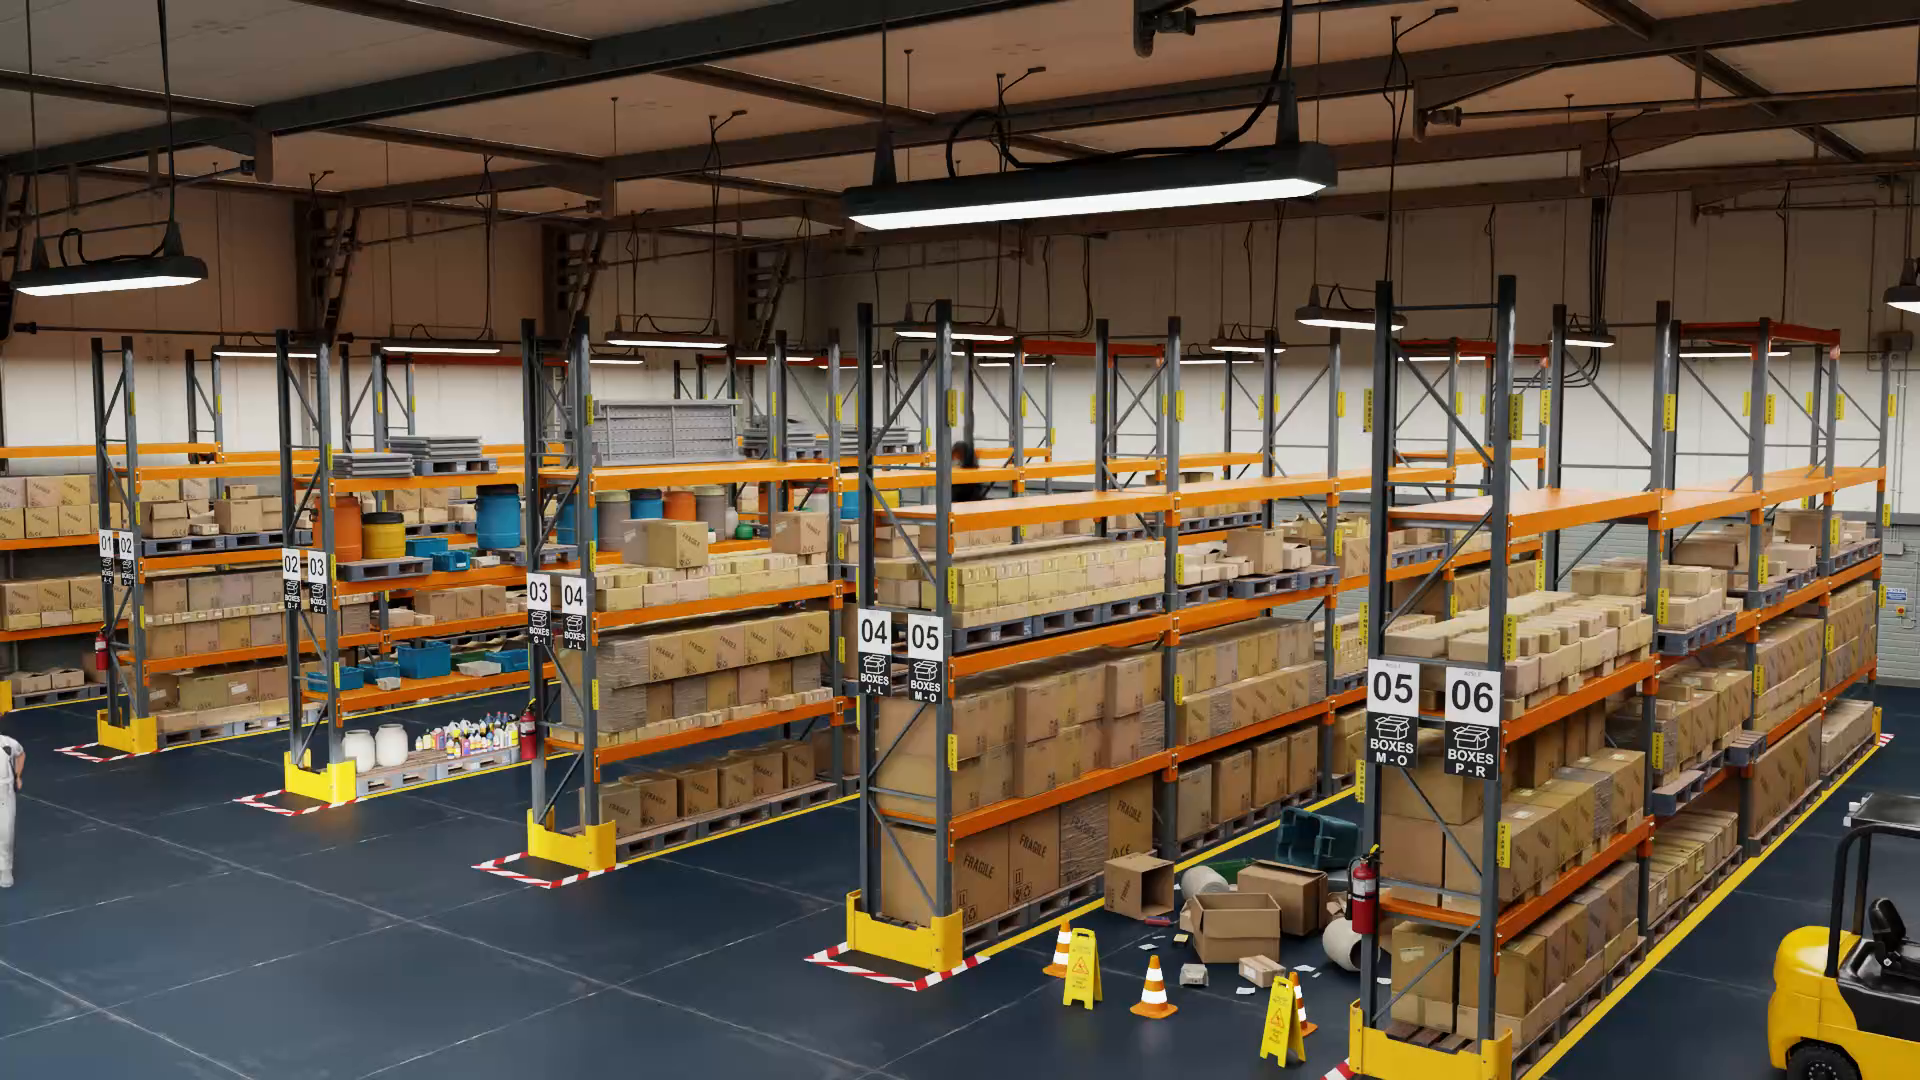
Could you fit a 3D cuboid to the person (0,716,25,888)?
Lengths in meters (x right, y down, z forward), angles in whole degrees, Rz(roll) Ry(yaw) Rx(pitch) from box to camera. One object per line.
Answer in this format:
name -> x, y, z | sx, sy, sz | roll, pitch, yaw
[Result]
person -> -10.290, 2.721, 17.684 | 0.659, 1.791, 0.967 | -3, 6, -32
